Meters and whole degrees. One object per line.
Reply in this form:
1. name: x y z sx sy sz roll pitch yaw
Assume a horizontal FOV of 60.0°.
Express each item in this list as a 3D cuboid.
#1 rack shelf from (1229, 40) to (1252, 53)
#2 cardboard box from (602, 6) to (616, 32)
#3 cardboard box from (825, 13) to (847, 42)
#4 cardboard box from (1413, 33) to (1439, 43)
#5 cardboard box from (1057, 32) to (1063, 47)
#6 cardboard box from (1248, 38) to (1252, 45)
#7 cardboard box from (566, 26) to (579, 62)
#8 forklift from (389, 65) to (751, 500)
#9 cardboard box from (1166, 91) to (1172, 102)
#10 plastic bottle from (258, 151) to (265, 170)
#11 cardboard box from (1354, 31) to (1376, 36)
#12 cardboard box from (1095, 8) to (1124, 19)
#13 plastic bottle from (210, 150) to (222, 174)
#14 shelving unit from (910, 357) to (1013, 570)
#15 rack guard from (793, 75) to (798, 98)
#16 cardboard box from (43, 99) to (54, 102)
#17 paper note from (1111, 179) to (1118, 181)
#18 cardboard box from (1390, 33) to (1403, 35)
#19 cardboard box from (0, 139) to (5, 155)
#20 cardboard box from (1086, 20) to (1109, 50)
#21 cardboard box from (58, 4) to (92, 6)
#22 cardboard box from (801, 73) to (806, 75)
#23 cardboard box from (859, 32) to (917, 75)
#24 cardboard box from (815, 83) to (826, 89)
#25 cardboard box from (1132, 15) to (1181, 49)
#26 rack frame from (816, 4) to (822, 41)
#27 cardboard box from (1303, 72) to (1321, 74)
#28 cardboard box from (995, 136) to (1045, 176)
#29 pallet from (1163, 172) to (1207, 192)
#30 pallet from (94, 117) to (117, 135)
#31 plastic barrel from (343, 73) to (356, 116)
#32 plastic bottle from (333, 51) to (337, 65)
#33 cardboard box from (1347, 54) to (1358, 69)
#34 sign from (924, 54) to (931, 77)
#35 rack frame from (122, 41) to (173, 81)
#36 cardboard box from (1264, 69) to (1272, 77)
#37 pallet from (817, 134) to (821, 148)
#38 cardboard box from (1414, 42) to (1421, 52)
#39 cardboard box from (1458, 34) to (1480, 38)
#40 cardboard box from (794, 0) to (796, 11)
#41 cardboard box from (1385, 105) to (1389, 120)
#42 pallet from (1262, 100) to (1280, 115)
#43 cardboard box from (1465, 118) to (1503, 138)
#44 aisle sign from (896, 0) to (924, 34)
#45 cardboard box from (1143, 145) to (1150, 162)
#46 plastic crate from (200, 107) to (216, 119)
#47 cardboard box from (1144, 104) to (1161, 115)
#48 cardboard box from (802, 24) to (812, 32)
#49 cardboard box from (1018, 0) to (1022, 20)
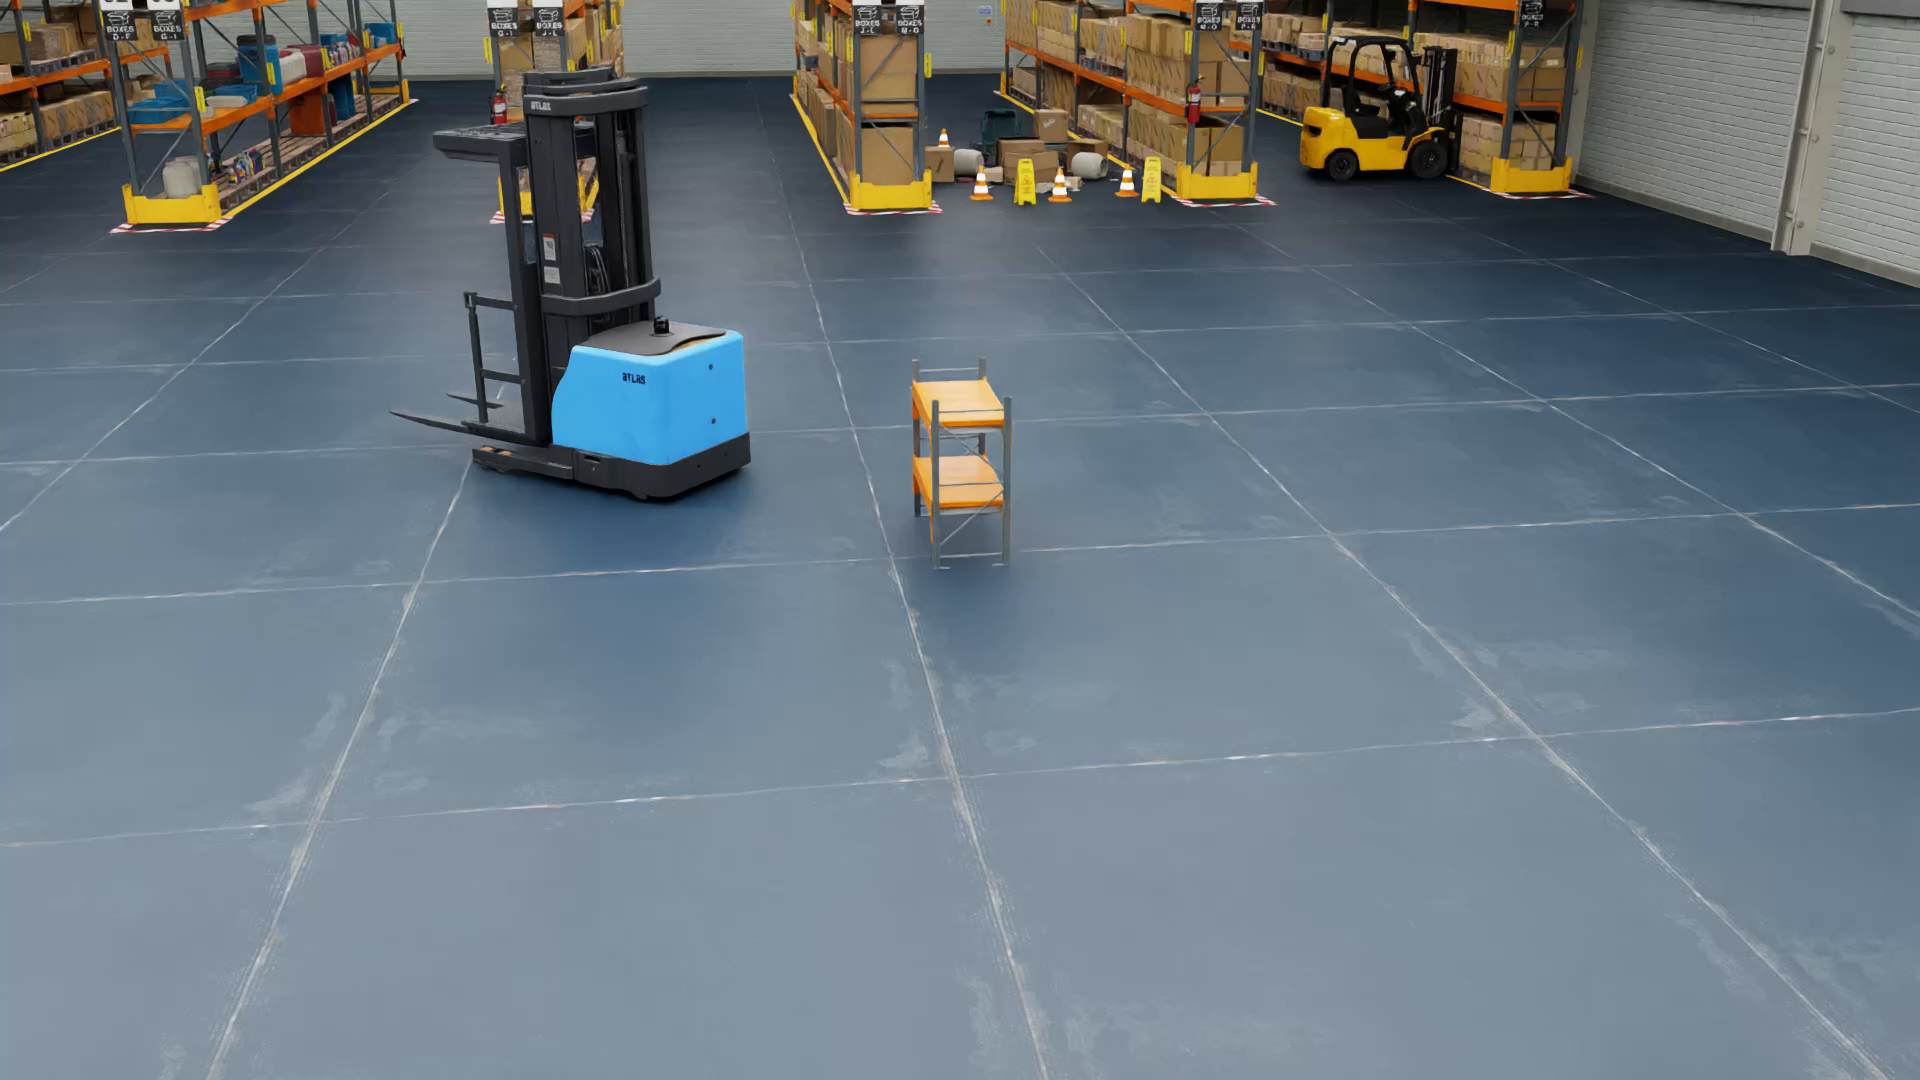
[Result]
1. rack shelf: 6.768 -11.325 38.279 1.077 0.370 4.000 -3 21 -8
2. cardboard box: -7.541 -10.988 35.066 0.500 0.500 0.500 -3 21 -8
3. cardboard box: -2.107 -9.408 30.545 0.700 0.500 0.500 -3 21 -8
4. cardboard box: 7.962 -8.564 28.365 0.380 0.149 0.250 -2 21 -7
5. cardboard box: 2.229 -10.005 33.218 0.500 0.250 0.500 -3 21 -9
6. cardboard box: 6.640 -11.127 37.081 0.380 0.149 0.250 -2 21 -6
7. cardboard box: -5.880 -7.269 24.393 0.500 0.500 0.500 -3 21 -8
8. forklift: -3.115 -2.025 12.450 3.031 2.935 1.130 12 24 29
9. cardboard box: 3.380 -6.824 25.558 0.380 0.149 0.250 -3 21 -7
10. plastic bottle: -11.014 -5.982 26.199 0.061 0.283 0.133 -2 21 -5
11. cardboard box: 7.606 -9.455 31.173 0.380 0.149 0.250 -3 21 -7
12. cardboard box: 2.893 -10.031 32.215 0.500 0.500 0.500 -4 21 -10
13. plastic bottle: -11.561 -5.871 25.804 0.144 0.351 0.185 -3 21 -8
14. shelving unit: -0.001 -0.529 11.026 0.538 1.125 1.048 -3 21 -8
15. rack guard: -3.304 -10.621 38.938 1.175 0.500 0.348 -3 21 -8
16. cardboard box: -17.411 -8.043 31.406 0.500 0.500 0.500 -4 21 -10
17. paper note: 2.477 -5.777 26.639 0.142 0.019 0.148 -11 23 -26
18. cardboard box: 8.121 -9.302 30.765 0.380 0.149 0.250 -2 21 -6
19. cardboard box: -16.347 -6.543 27.777 0.500 0.250 0.500 -3 21 -7
20. cardboard box: 2.640 -9.368 30.844 0.500 0.500 0.500 -2 21 -5
21. cardboard box: -17.870 -10.574 33.669 0.500 0.500 0.500 -3 21 -9
22. cardboard box: -3.390 -10.495 37.652 0.380 0.149 0.250 -4 21 -10
23. cardboard box: -1.024 -6.985 23.873 0.875 0.550 0.550 -3 21 -8
24. cardboard box: -2.520 -8.649 31.987 0.500 0.250 0.500 -3 21 -9
25. cardboard box: 3.199 -8.261 27.051 0.700 0.500 0.500 -3 21 -7
26. rack frame: -2.162 -9.048 31.155 1.000 3.000 0.127 -3 21 -8
27. cardboard box: 7.545 -9.924 35.546 0.380 0.149 0.250 -4 21 -10
28. cardboard box: 0.973 -6.261 27.067 0.797 0.637 0.503 -3 21 -8
29. pallet: 3.782 -5.566 25.818 1.003 0.211 1.213 -3 21 -8
30. pallet: -17.310 -8.134 32.692 1.003 0.211 1.213 -3 21 -8
31. plastic barrel: -12.501 -8.993 33.405 0.600 0.901 0.708 -3 21 -8
32. plastic bottle: -11.885 -9.131 31.560 0.097 0.271 0.097 0 20 0
33. cardboard box: 7.604 -8.996 31.230 0.500 0.250 0.500 -4 21 -10
34. sign: -0.459 -6.747 23.643 0.100 0.325 0.005 -3 21 -8
35. rack frame: -18.041 -11.105 36.661 1.000 3.000 0.127 -3 21 -8
36. cardboard box: 6.845 -10.162 36.181 0.380 0.149 0.250 -2 21 -5
37. pallet: -2.123 -7.465 30.902 1.003 0.211 1.213 -3 21 -8
38. cardboard box: 7.995 -8.427 28.421 0.380 0.149 0.250 -3 21 -9
39. cardboard box: 8.601 -8.415 27.963 0.380 0.149 0.250 -3 21 -8
40. cardboard box: -3.513 -12.304 37.875 0.500 0.500 0.500 -3 21 -8
41. cardboard box: 8.123 -7.464 29.707 0.875 0.625 0.625 -2 21 -5
42. pallet: 7.211 -9.383 36.038 1.003 0.211 1.213 -3 21 -8
43. cardboard box: 8.332 -6.512 26.265 0.500 0.250 0.500 -3 21 -7
44. aisle sign: -0.702 -7.487 23.259 0.394 0.787 0.004 -3 21 -8
45. cardboard box: 3.283 -6.271 27.049 0.500 0.250 0.500 -3 21 -8
46. plastic crate: -10.643 -6.016 23.413 0.298 0.136 0.250 -3 21 -8
47. cardboard box: 3.192 -6.977 26.940 0.380 0.149 0.250 -2 21 -5
48. cardboard box: -2.950 -10.184 33.104 0.380 0.149 0.250 -2 21 -6
49. cardboard box: 1.592 -11.909 37.241 0.500 0.500 0.500 -3 21 -8
